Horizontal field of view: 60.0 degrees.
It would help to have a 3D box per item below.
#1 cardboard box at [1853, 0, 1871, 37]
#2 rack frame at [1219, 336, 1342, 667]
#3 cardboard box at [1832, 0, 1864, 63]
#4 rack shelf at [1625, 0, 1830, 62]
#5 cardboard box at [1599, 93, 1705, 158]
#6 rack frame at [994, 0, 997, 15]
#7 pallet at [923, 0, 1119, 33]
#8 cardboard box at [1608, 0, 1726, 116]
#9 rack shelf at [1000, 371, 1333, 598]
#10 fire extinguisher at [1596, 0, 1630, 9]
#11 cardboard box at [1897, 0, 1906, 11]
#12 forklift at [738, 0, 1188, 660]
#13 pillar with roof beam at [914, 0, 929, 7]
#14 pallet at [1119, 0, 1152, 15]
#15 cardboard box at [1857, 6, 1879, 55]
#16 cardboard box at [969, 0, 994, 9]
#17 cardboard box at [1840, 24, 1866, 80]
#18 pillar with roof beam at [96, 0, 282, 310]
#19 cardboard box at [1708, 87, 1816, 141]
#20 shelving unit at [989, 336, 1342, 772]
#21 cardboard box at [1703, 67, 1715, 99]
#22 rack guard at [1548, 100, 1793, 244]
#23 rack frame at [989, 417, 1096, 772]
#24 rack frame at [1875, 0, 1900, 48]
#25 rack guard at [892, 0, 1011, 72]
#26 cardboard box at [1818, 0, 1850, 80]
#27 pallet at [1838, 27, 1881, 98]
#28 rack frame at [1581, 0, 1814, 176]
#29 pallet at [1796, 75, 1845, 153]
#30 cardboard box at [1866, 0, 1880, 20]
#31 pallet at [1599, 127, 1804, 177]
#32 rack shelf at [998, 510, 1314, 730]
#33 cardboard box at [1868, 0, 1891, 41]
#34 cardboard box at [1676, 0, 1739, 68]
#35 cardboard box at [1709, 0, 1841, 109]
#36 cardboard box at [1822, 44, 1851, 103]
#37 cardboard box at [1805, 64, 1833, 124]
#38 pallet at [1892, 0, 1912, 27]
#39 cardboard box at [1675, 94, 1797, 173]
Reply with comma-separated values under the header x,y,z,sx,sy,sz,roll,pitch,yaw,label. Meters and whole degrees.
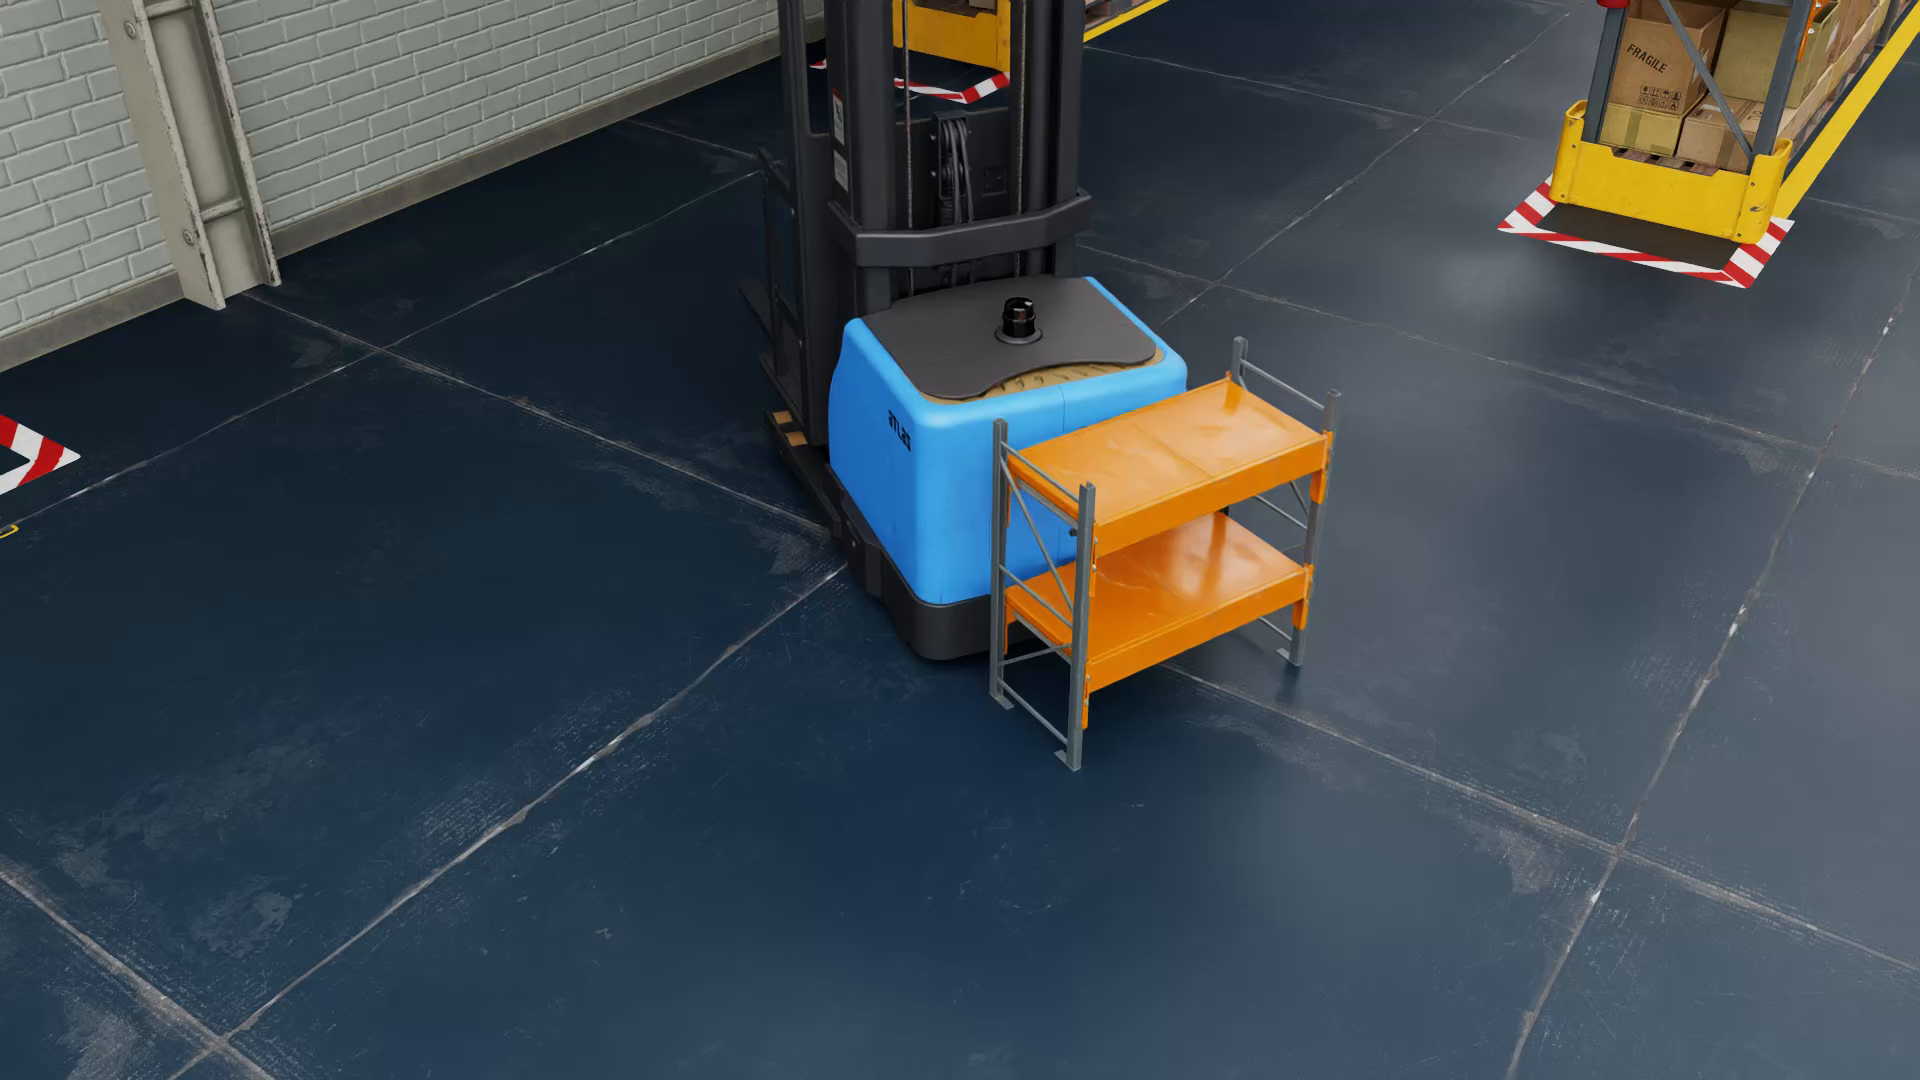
x,y,z,sx,sy,sz,roll,pitch,yaw,label
5.622,-3.580,10.777,0.500,0.500,0.500,21,39,28,cardboard box
1.101,-0.123,5.927,0.032,1.125,0.500,-21,39,-27,rack frame
5.348,-3.346,10.430,0.500,0.500,0.500,21,39,28,cardboard box
5.143,-3.757,10.270,1.077,0.370,4.000,21,39,28,rack shelf
4.065,-2.511,9.865,0.500,0.250,0.500,21,39,28,cardboard box
-0.069,-4.715,11.045,1.000,3.000,0.127,21,39,28,rack frame
0.466,-3.958,12.414,1.003,0.211,1.213,21,39,28,pallet
4.064,-2.822,9.656,0.500,0.500,0.500,21,39,28,cardboard box
0.679,-0.207,5.529,1.000,0.278,0.538,-21,39,-27,rack shelf
3.553,-3.197,8.869,0.296,0.674,0.183,21,39,28,fire extinguisher
6.717,-4.117,12.240,0.500,0.250,0.500,20,39,27,cardboard box
-0.216,-1.599,6.499,1.130,2.935,3.031,-13,36,-18,forklift
3.156,-6.424,8.216,9.100,9.000,0.400,21,39,28,pillar with roof beam
1.163,-4.517,13.241,1.003,0.211,1.213,21,39,28,pallet
5.905,-3.500,11.328,0.500,0.250,0.500,21,39,28,cardboard box
0.399,-4.073,12.103,0.500,0.311,0.500,17,37,23,cardboard box
5.632,-3.266,10.981,0.500,0.250,0.500,21,39,28,cardboard box
-0.265,-3.663,4.133,9.100,9.000,0.400,21,39,28,pillar with roof beam
4.773,-2.577,9.962,0.500,0.250,0.500,21,39,28,cardboard box
0.679,0.036,5.693,1.048,1.125,0.538,-21,39,-27,shelving unit
4.341,-2.745,10.211,0.500,0.250,0.500,21,39,28,cardboard box
3.989,-2.088,9.392,1.175,0.500,0.348,21,39,28,rack guard
0.256,0.194,5.459,0.032,1.125,0.500,-21,39,-27,rack frame
6.283,-4.976,11.430,1.000,3.000,0.127,21,39,28,rack frame
-0.026,-3.715,11.797,1.175,0.500,0.348,21,39,28,rack guard
5.049,-3.121,10.098,0.500,0.500,0.500,21,39,28,cardboard box
5.795,-3.468,11.690,1.003,0.211,1.213,21,39,28,pallet
4.002,-3.135,8.708,1.000,3.000,0.127,21,39,28,rack frame
5.100,-2.904,10.856,1.003,0.211,1.213,21,39,28,pallet
5.904,-3.812,11.119,0.500,0.500,0.500,21,39,28,cardboard box
4.404,-2.345,10.029,1.003,0.211,1.213,21,39,28,pallet
0.679,0.238,5.830,1.000,0.278,0.538,-21,39,-27,rack shelf
6.198,-3.727,11.664,0.500,0.250,0.500,21,39,28,cardboard box
4.622,-3.287,10.343,0.500,0.500,0.500,21,39,28,cardboard box
4.774,-2.887,9.751,0.500,0.500,0.500,21,39,28,cardboard box
5.348,-3.035,10.640,0.500,0.250,0.500,21,39,28,cardboard box
5.058,-2.807,10.302,0.500,0.250,0.500,21,39,28,cardboard box
6.671,-4.172,12.731,1.003,0.211,1.213,21,39,28,pallet
4.491,-2.346,9.620,0.500,0.250,0.500,21,39,28,cardboard box
